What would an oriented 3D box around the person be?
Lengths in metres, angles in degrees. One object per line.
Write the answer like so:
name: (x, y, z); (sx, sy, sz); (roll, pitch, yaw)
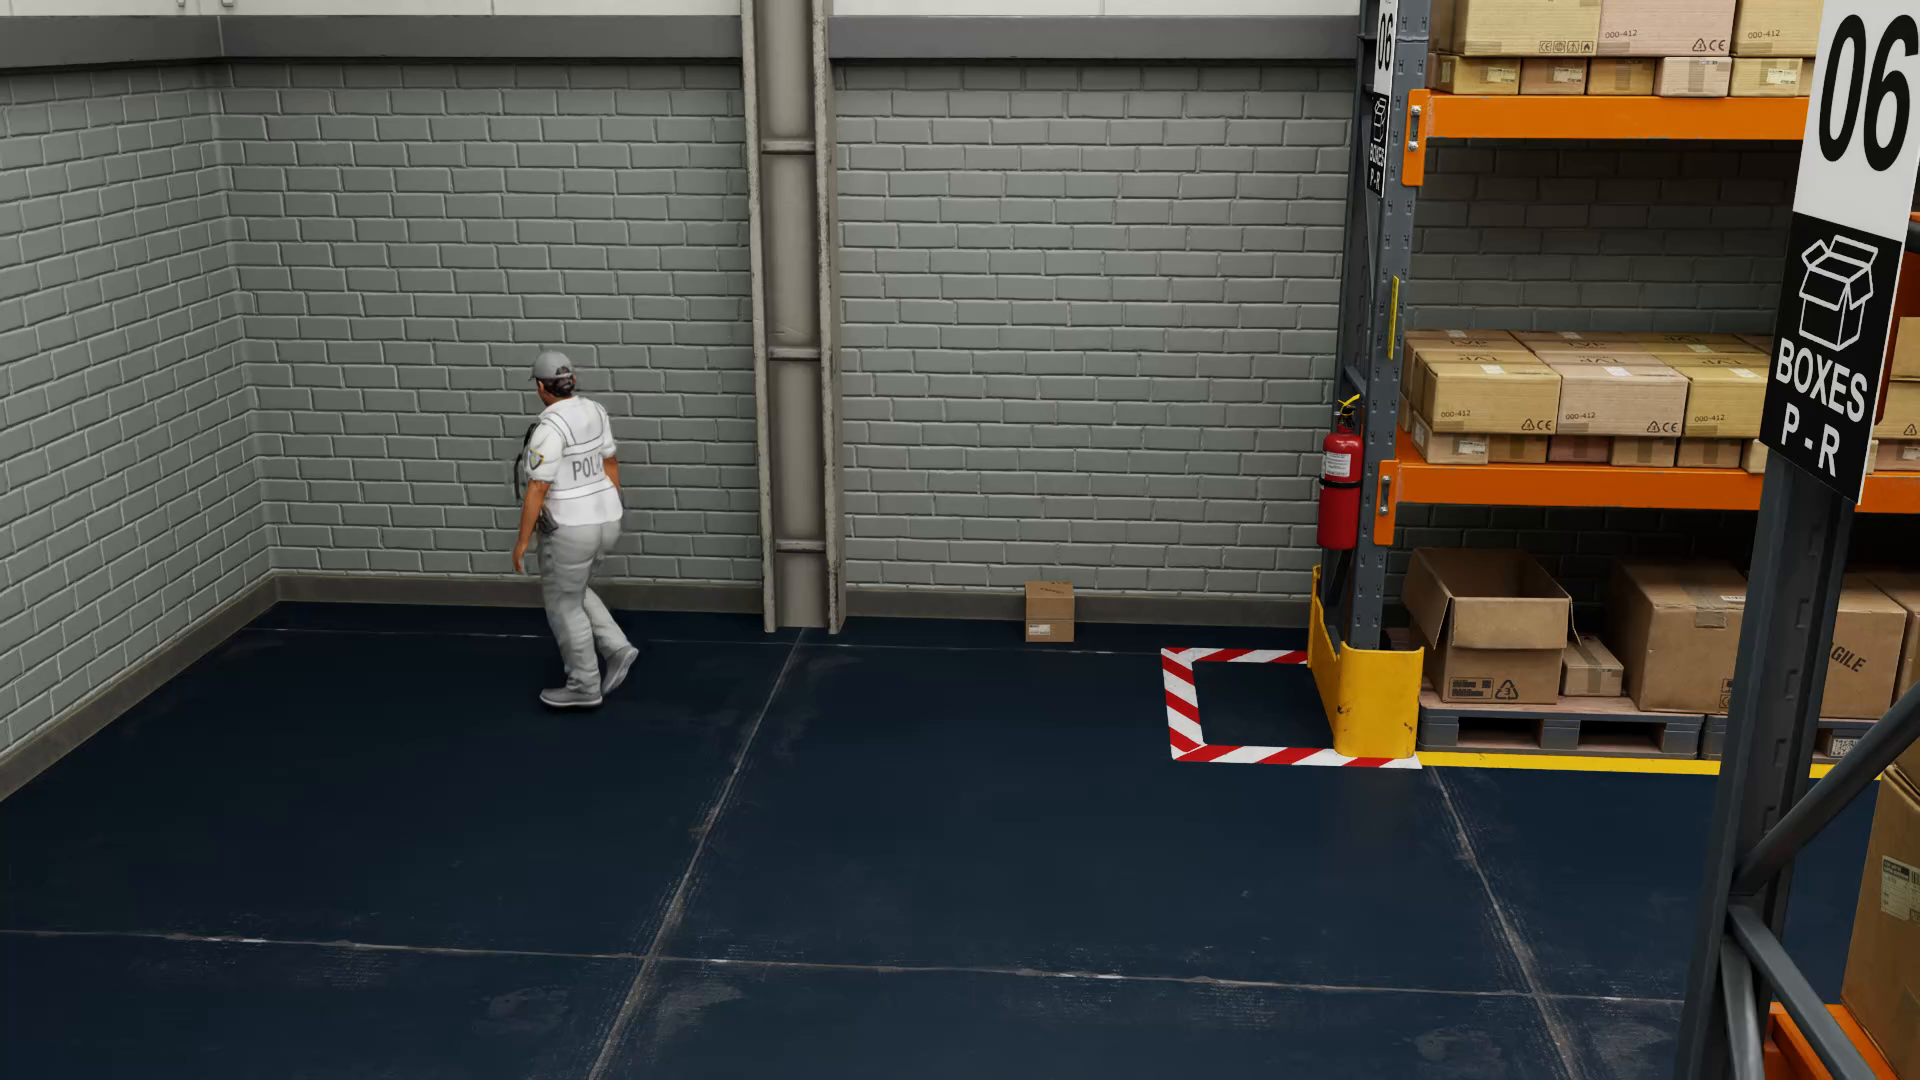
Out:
person: (-1.760, -0.042, 7.634); (0.460, 1.662, 0.531); (5, 18, 16)
